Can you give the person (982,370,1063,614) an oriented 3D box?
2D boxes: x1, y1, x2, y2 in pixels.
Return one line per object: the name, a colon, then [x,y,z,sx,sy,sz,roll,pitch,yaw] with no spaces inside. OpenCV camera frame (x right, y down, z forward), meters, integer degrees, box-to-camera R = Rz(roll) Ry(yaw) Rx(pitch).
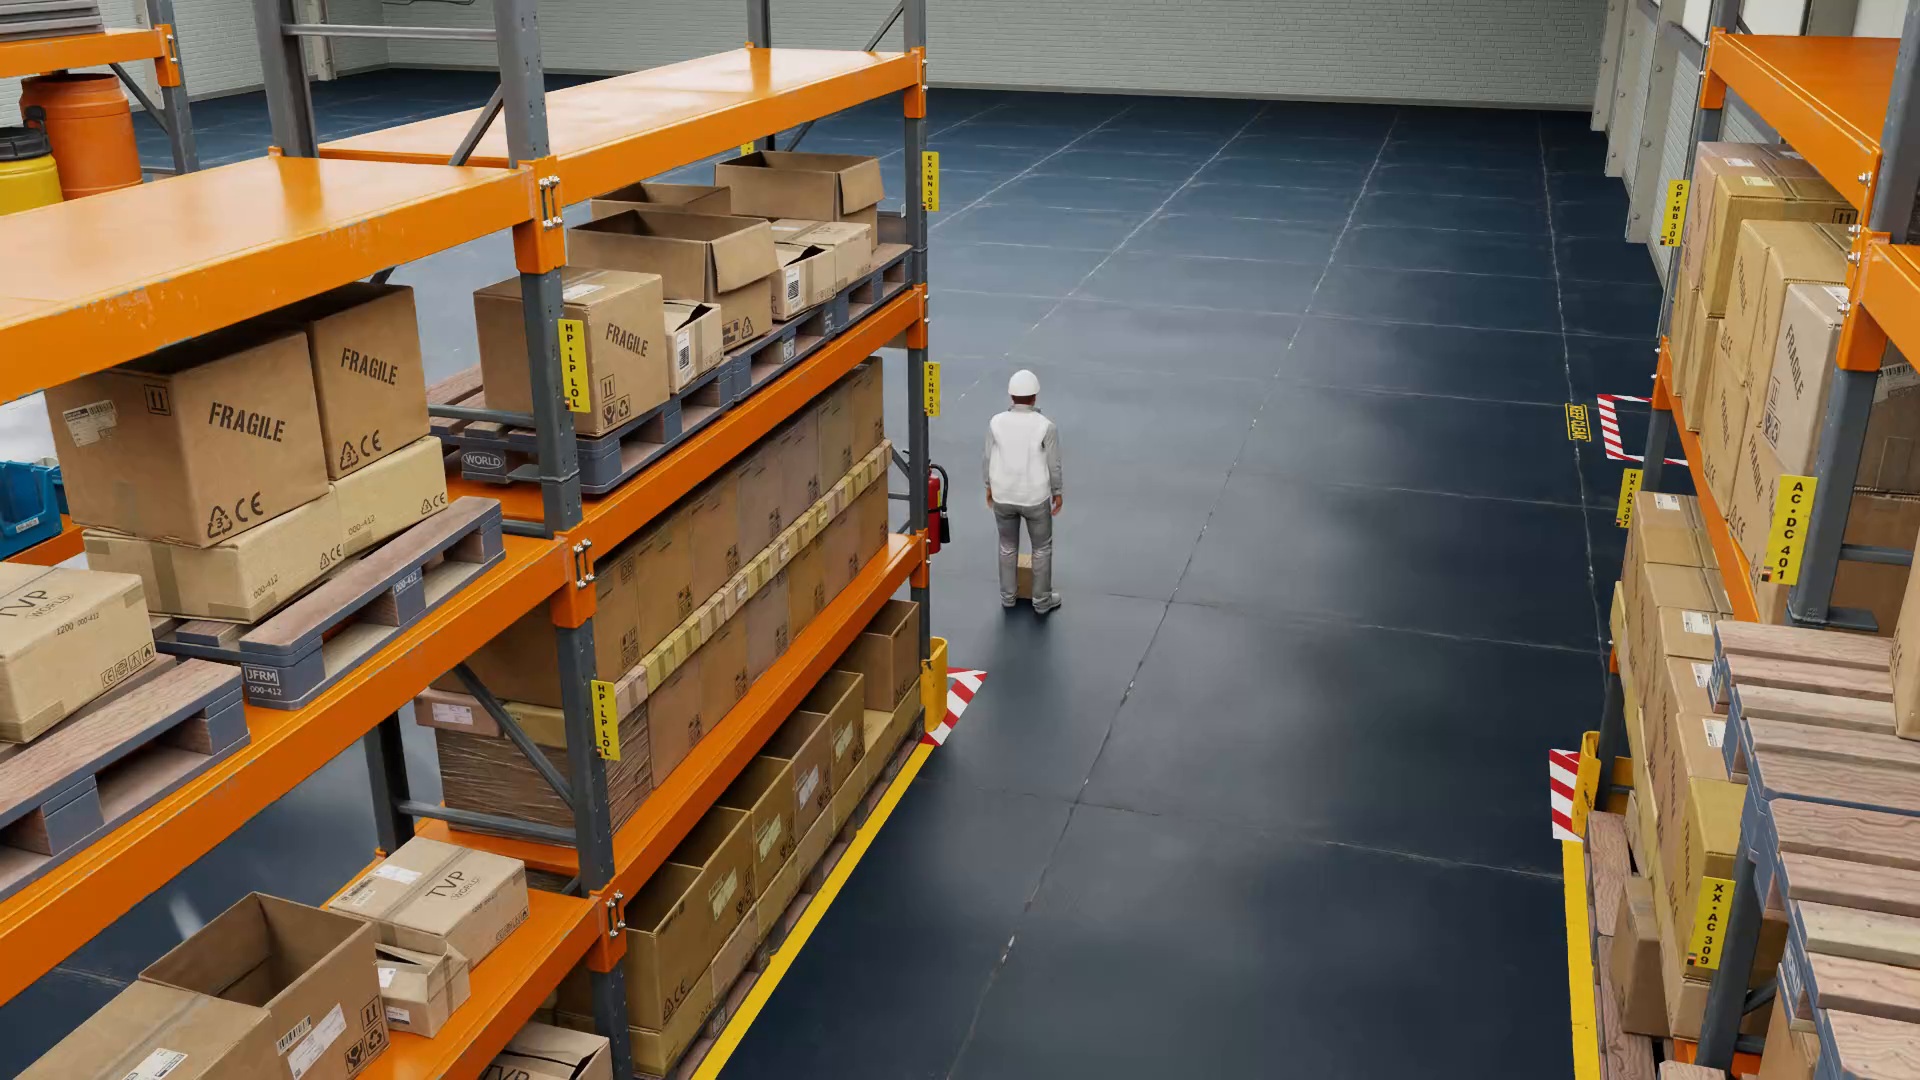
person: [0.450,-0.338,11.897,0.580,1.771,0.464,7,23,16]
